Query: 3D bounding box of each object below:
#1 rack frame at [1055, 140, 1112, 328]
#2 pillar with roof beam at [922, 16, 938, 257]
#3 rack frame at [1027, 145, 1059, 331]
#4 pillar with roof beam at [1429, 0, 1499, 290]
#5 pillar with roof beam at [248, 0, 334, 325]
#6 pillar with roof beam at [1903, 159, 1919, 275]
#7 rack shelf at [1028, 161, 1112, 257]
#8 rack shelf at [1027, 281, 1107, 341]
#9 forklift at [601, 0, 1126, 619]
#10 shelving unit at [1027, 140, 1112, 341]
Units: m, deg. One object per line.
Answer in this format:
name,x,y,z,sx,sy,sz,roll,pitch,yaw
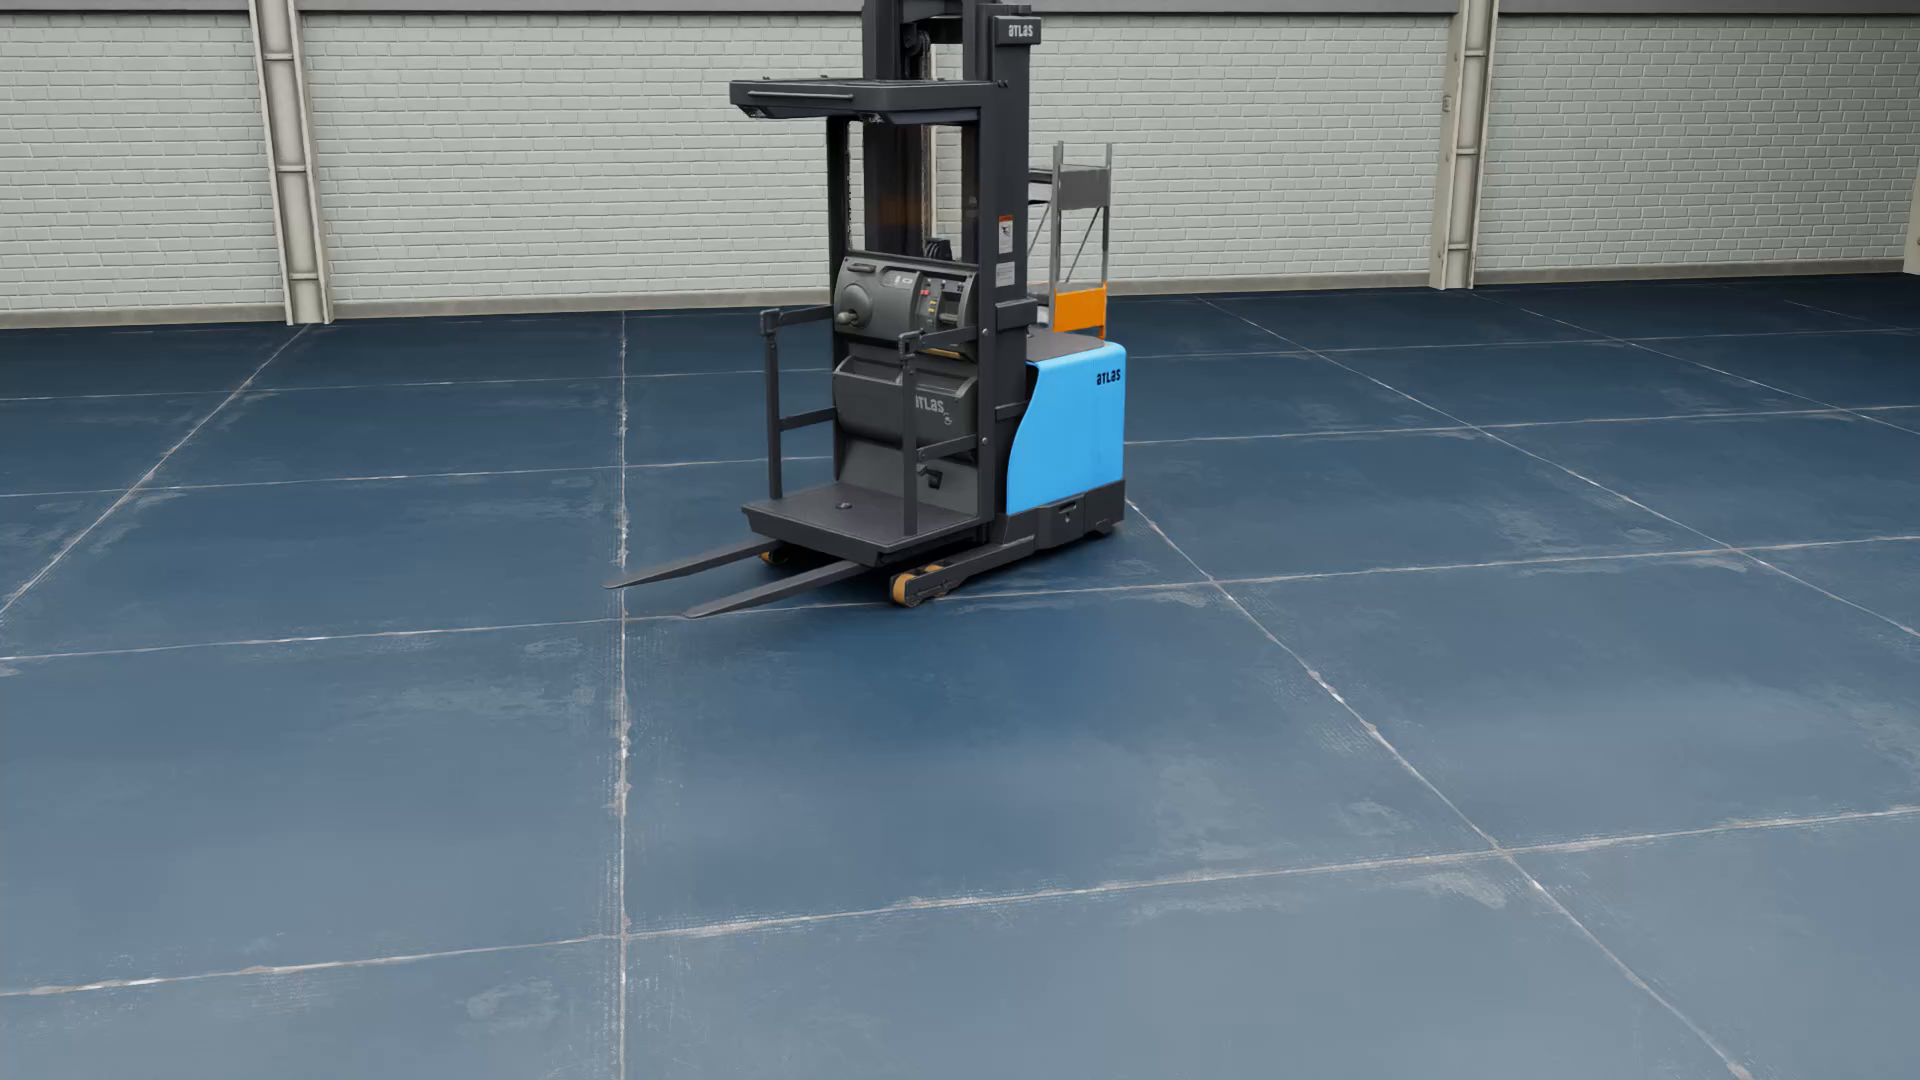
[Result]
rack frame,0.724,-1.346,10.118,0.400,2.100,0.015,15,22,40
pillar with roof beam,0.362,-5.529,11.987,0.400,9.000,9.100,-3,17,-10
rack frame,0.393,-1.249,9.772,0.400,2.100,0.015,15,22,40
pillar with roof beam,6.253,-5.863,13.075,0.400,9.000,9.100,-3,17,-10
pillar with roof beam,-5.529,-5.195,10.899,0.400,9.000,9.100,-3,17,-10
pillar with roof beam,12.144,-6.197,14.163,0.400,9.000,9.100,-3,17,-10
rack shelf,0.568,-1.957,9.752,0.431,0.518,0.480,15,22,40
rack shelf,0.559,-1.285,9.948,0.431,0.518,0.480,15,22,40
forklift,-0.431,-1.236,8.343,1.130,2.935,3.031,15,23,40
shelving unit,0.559,-1.298,9.945,0.431,2.100,0.503,15,22,40
